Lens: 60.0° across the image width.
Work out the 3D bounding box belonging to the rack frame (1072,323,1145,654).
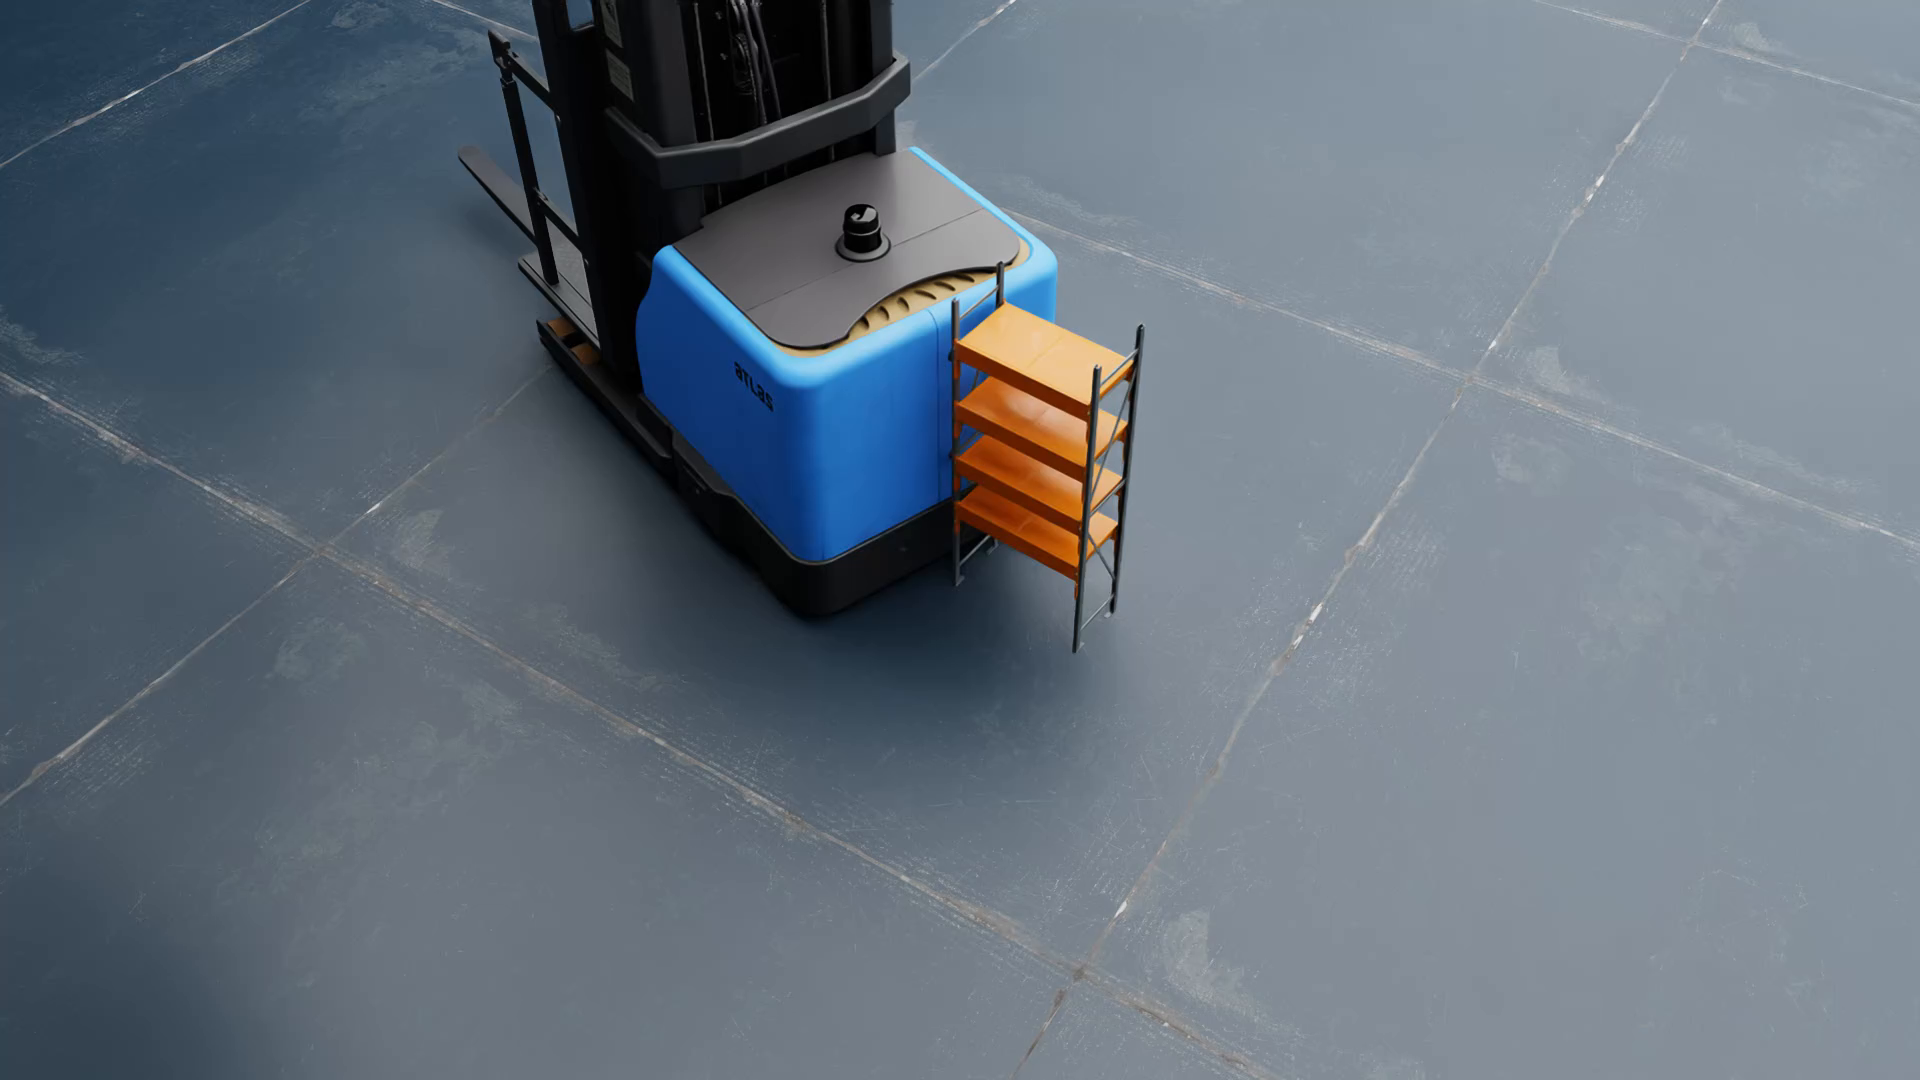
[{"bbox_3d":[0.442,-0.120,5.030,0.015,1.200,0.240,28,52,25],"label":"rack frame"}]

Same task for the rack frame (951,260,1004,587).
[{"bbox_3d":[0.052,-0.330,5.234,0.015,1.200,0.240,28,52,25],"label":"rack frame"}]

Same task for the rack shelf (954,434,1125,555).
[{"bbox_3d":[0.247,-0.178,5.180,0.480,0.148,0.258,28,52,25],"label":"rack shelf"}]

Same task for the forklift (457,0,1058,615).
[{"bbox_3d":[-0.962,-1.792,5.448,1.130,2.935,3.031,-28,52,-25],"label":"forklift"}]

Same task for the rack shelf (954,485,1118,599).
[{"bbox_3d":[0.247,-0.040,5.323,0.480,0.148,0.258,28,52,25],"label":"rack shelf"}]

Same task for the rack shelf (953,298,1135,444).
[{"bbox_3d":[0.247,-0.499,4.850,0.480,0.148,0.258,28,52,25],"label":"rack shelf"}]

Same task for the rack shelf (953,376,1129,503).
[{"bbox_3d":[0.247,-0.334,5.020,0.480,0.148,0.258,28,52,25],"label":"rack shelf"}]

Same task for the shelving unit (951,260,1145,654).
[{"bbox_3d":[0.247,-0.225,5.132,0.503,1.200,0.258,28,52,25],"label":"shelving unit"}]
